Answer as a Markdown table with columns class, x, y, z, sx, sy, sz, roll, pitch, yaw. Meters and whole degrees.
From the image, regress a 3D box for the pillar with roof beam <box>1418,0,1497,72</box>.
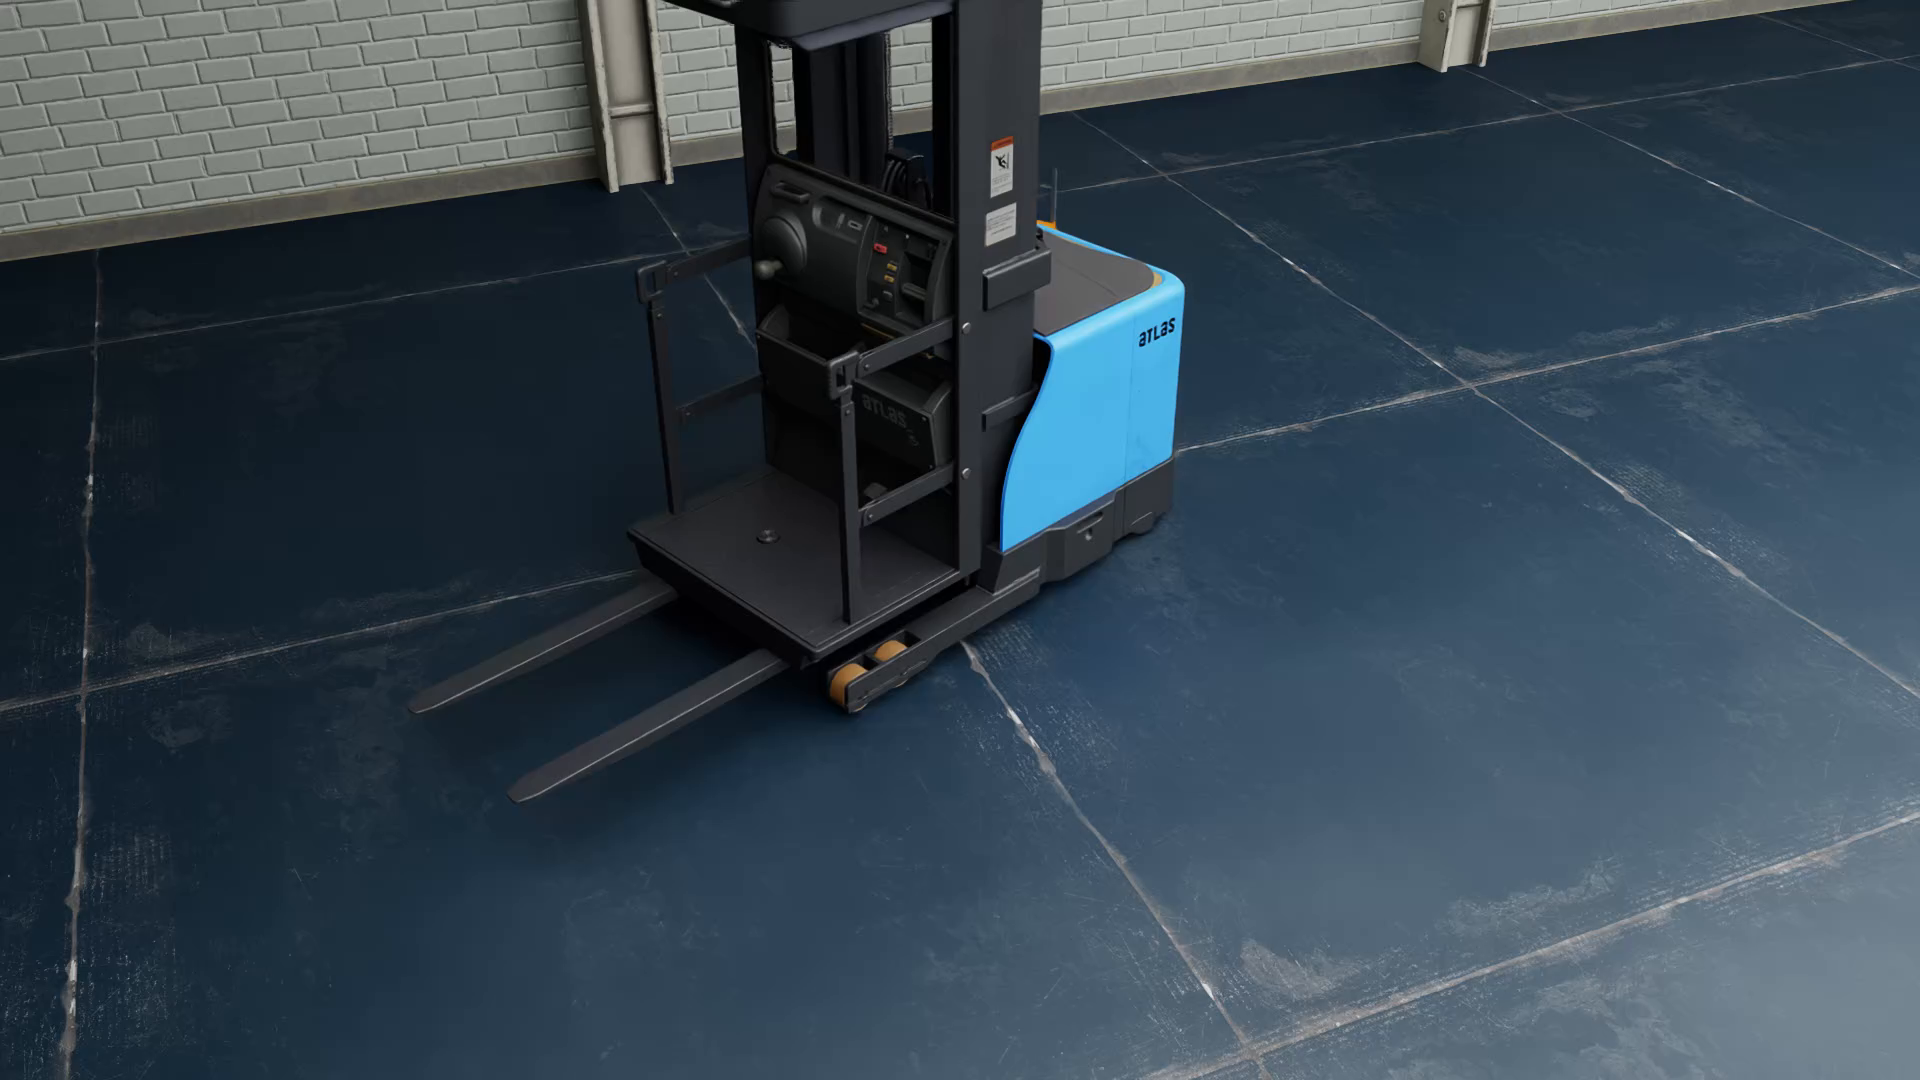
| class | x | y | z | sx | sy | sz | roll | pitch | yaw |
| --- | --- | --- | --- | --- | --- | --- | --- | --- | --- |
| pillar with roof beam | 5.226 | -5.071 | 6.292 | 0.400 | 9.000 | 9.100 | -13 | 35 | -19 |

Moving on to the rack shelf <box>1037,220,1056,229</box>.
| class | x | y | z | sx | sy | sz | roll | pitch | yaw |
| --- | --- | --- | --- | --- | --- | --- | --- | --- | --- |
| rack shelf | 0.252 | -1.298 | 7.065 | 0.258 | 0.103 | 0.180 | 18 | 37 | 25 |

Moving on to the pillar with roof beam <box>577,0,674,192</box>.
| class | x | y | z | sx | sy | sz | roll | pitch | yaw |
| --- | --- | --- | --- | --- | --- | --- | --- | --- | --- |
| pillar with roof beam | -0.306 | -3.804 | 4.345 | 0.400 | 9.000 | 9.100 | -13 | 35 | -19 |

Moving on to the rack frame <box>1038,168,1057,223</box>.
| class | x | y | z | sx | sy | sz | roll | pitch | yaw |
| --- | --- | --- | --- | --- | --- | --- | --- | --- | --- |
| rack frame | 0.298 | -1.076 | 7.303 | 0.240 | 1.200 | 0.006 | 18 | 37 | 25 |

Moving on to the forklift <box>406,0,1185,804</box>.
| class | x | y | z | sx | sy | sz | roll | pitch | yaw |
| --- | --- | --- | --- | --- | --- | --- | --- | --- | --- |
| forklift | -0.526 | -0.946 | 5.516 | 3.031 | 2.935 | 1.130 | -29 | 43 | -36 |

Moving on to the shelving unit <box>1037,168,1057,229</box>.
| class | x | y | z | sx | sy | sz | roll | pitch | yaw |
| --- | --- | --- | --- | --- | --- | --- | --- | --- | --- |
| shelving unit | 0.252 | -1.033 | 7.237 | 0.258 | 1.200 | 0.189 | 18 | 37 | 25 |
